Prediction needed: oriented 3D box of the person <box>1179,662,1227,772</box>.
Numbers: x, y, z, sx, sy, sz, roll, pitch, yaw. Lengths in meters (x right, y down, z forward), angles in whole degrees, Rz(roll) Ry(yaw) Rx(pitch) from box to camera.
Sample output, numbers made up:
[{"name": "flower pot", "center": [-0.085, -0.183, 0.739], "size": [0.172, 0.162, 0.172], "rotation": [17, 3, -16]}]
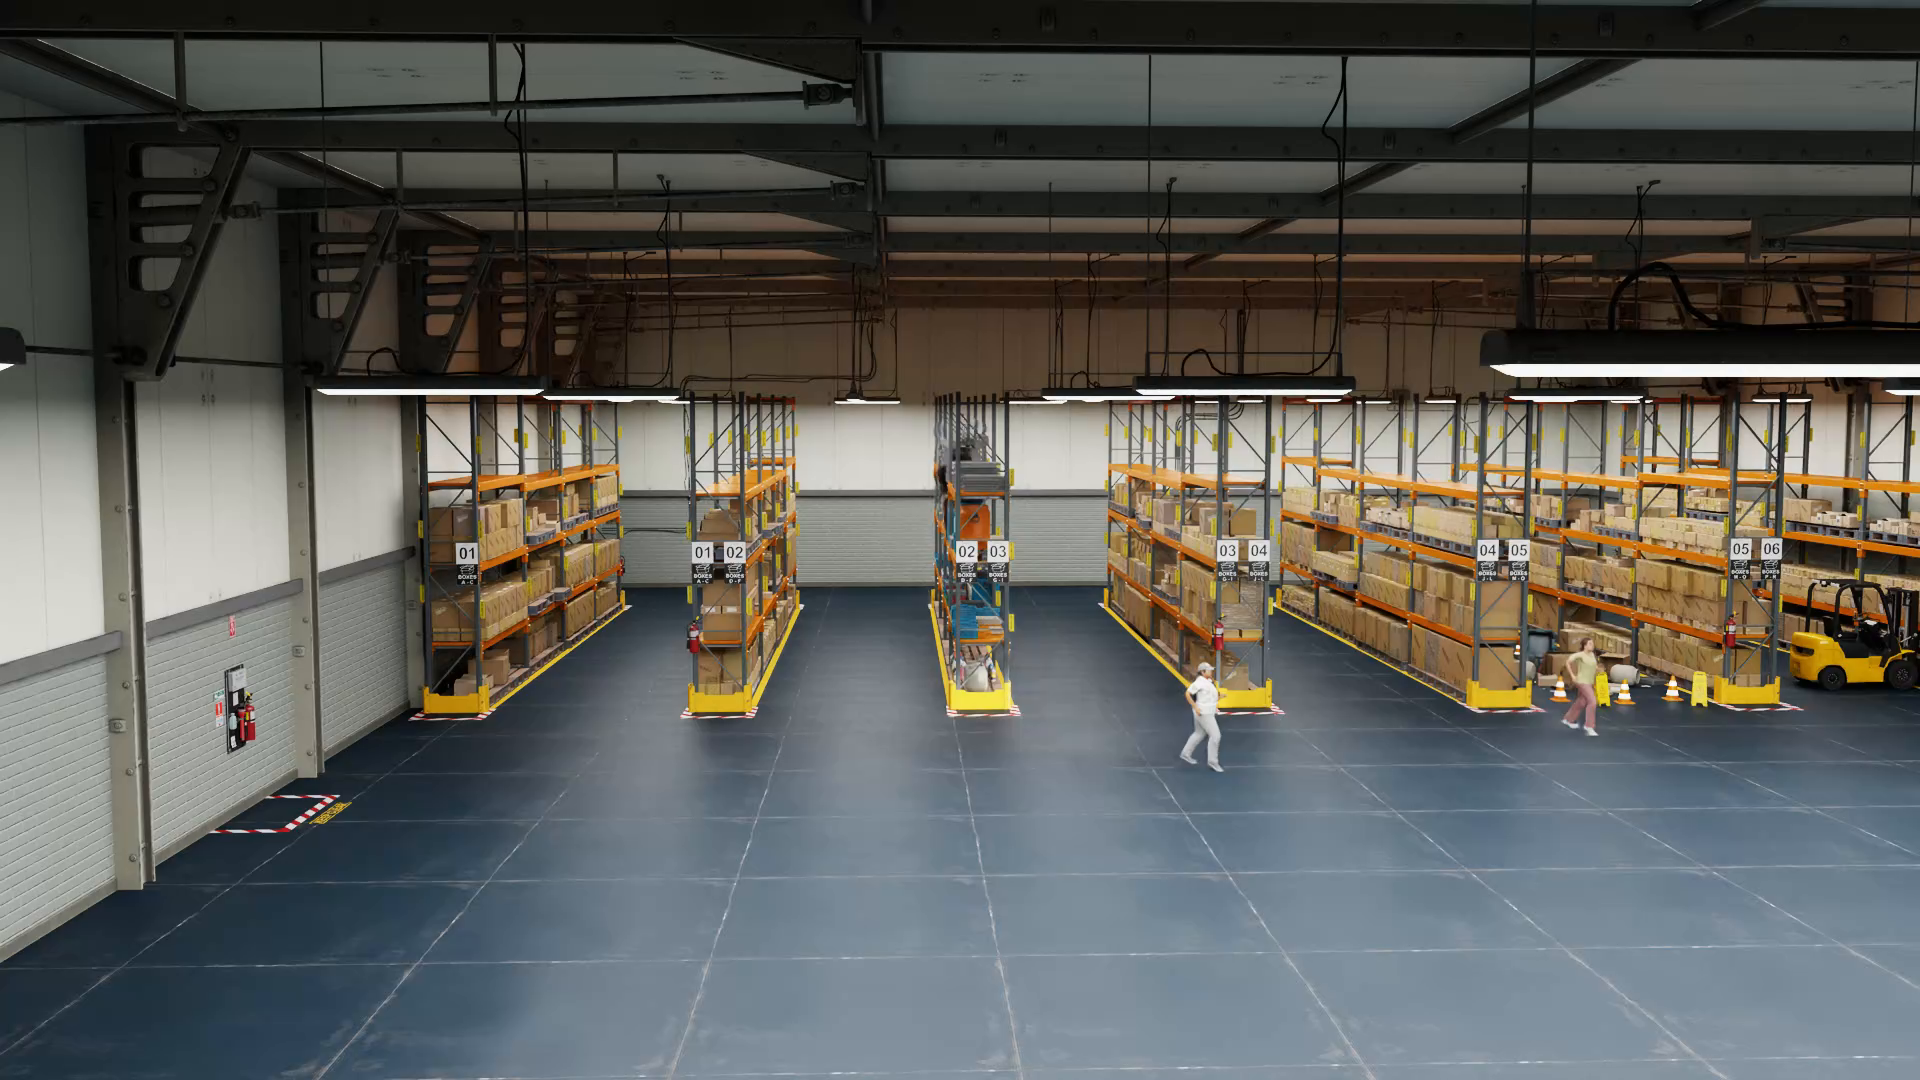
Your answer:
[{"name": "person", "center": [3.847, 2.792, 26.282], "size": [0.747, 1.729, 0.579], "rotation": [1, 5, 16]}]

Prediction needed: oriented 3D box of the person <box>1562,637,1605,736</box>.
[{"name": "person", "center": [10.956, 2.557, 29.226], "size": [0.562, 1.724, 0.744], "rotation": [-4, 6, -42]}]

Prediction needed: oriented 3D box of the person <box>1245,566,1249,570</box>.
[{"name": "person", "center": [8.027, 1.244, 45.518], "size": [0.577, 1.617, 0.796], "rotation": [1, 5, 6]}]

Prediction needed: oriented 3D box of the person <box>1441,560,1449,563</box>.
[{"name": "person", "center": [14.577, 0.938, 49.289], "size": [0.643, 1.709, 0.683], "rotation": [1, 5, 11]}]
